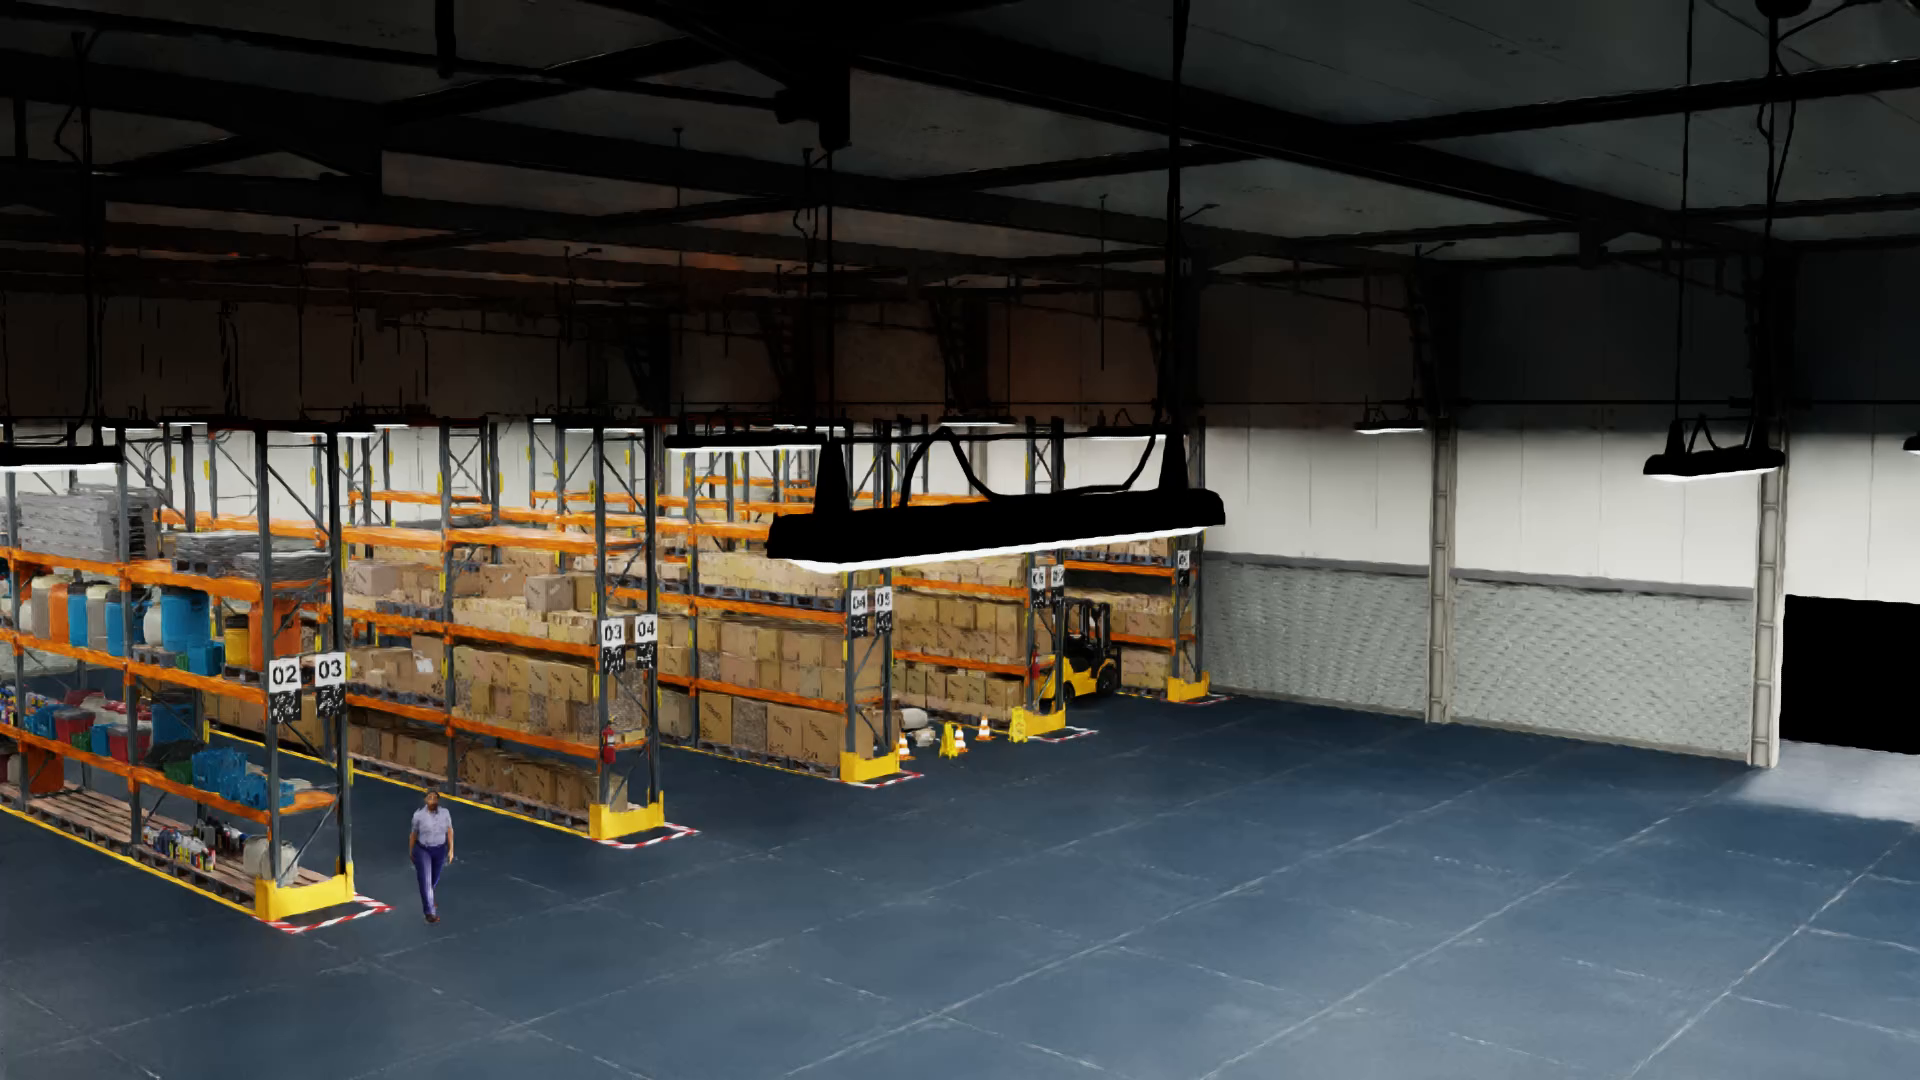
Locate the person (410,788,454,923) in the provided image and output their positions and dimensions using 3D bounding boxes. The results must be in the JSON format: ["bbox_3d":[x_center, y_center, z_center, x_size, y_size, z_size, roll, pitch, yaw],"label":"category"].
[{"bbox_3d":[-6.487,3.835,20.456,0.476,1.567,1.003,-4,6,-40],"label":"person"}]
